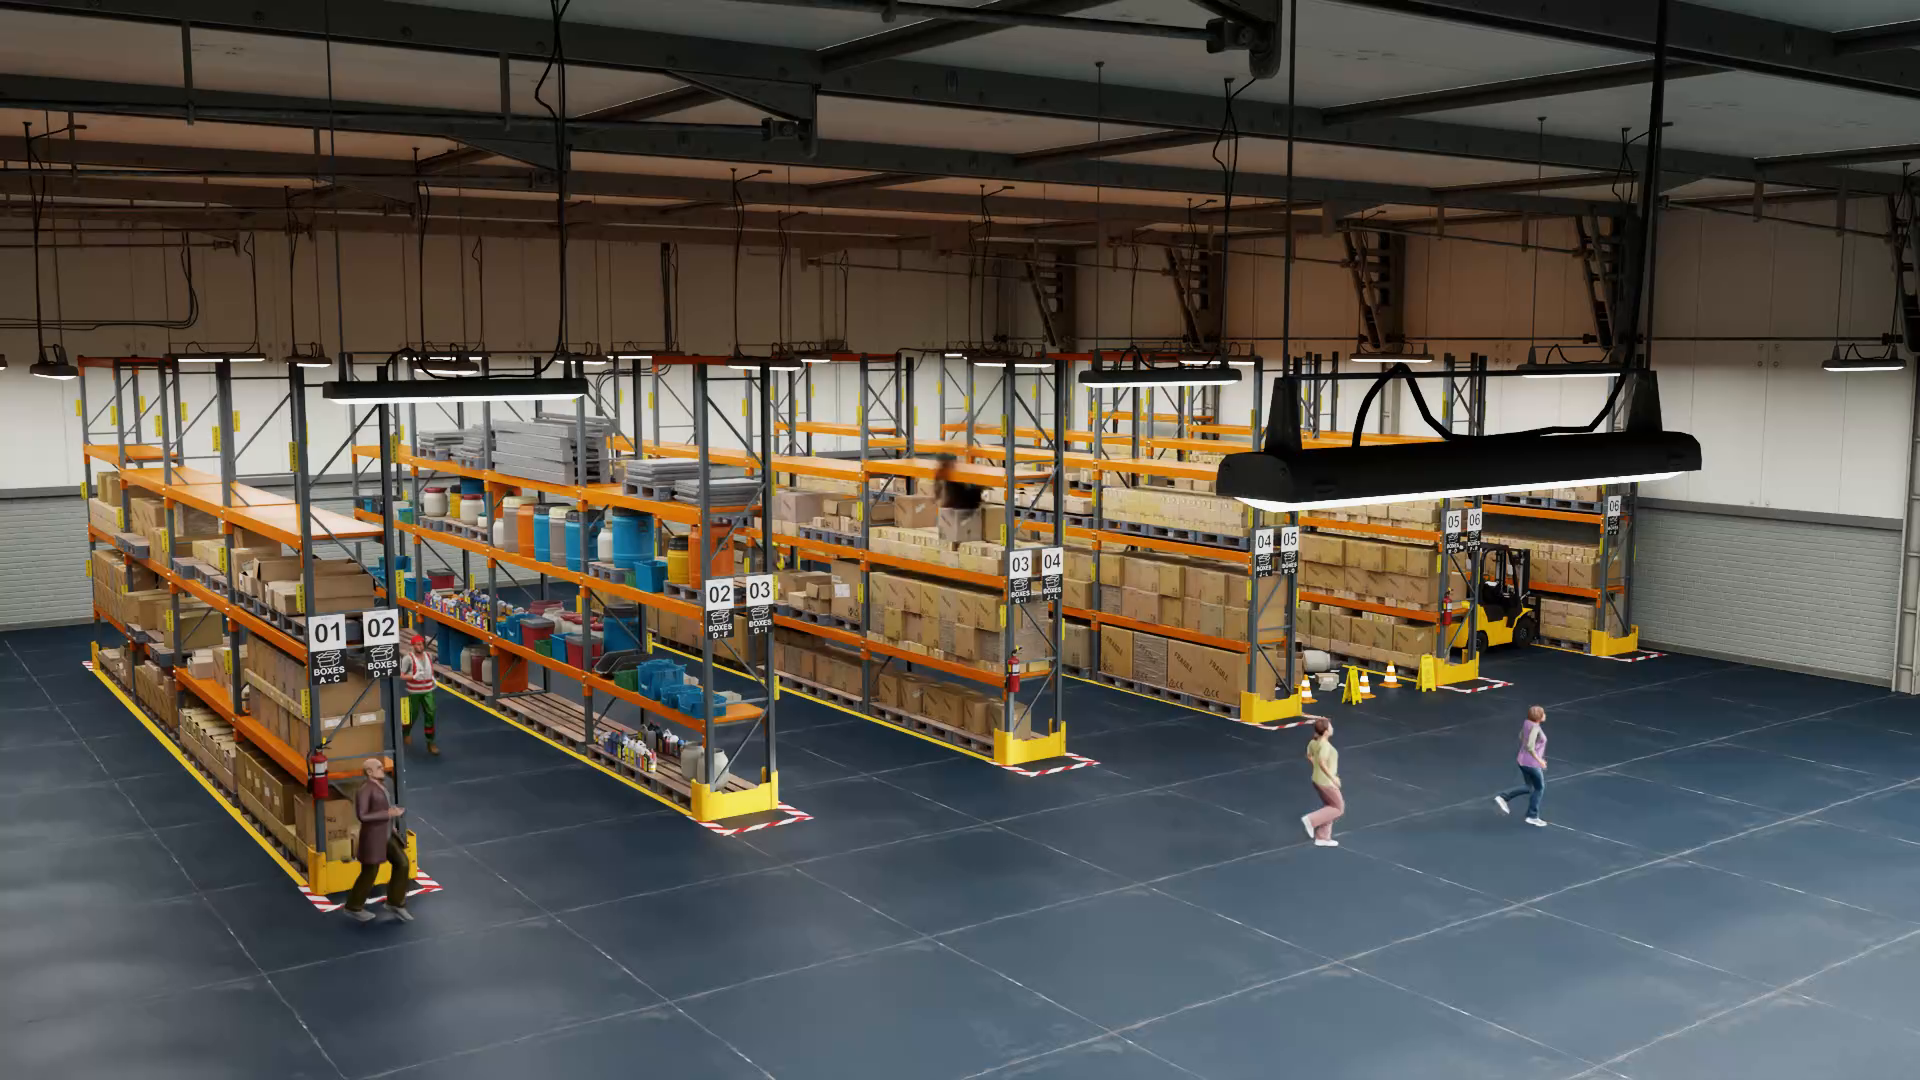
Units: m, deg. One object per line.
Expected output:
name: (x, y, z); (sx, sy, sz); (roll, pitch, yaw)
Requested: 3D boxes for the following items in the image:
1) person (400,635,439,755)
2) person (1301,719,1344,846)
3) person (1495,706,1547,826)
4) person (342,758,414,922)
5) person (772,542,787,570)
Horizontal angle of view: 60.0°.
person: (-8.287, 2.334, 25.438); (0.669, 1.798, 0.943); (-6, 9, -42)
person: (4.501, 3.027, 20.737); (0.561, 1.629, 0.582); (-1, 7, -12)
person: (7.336, 2.942, 21.682); (0.674, 1.583, 0.540); (0, 7, 2)
person: (-6.332, 3.273, 18.026); (0.741, 1.844, 0.708); (1, 7, 7)
person: (-4.222, 0.889, 37.945); (0.702, 1.723, 0.607); (-6, 9, -38)
